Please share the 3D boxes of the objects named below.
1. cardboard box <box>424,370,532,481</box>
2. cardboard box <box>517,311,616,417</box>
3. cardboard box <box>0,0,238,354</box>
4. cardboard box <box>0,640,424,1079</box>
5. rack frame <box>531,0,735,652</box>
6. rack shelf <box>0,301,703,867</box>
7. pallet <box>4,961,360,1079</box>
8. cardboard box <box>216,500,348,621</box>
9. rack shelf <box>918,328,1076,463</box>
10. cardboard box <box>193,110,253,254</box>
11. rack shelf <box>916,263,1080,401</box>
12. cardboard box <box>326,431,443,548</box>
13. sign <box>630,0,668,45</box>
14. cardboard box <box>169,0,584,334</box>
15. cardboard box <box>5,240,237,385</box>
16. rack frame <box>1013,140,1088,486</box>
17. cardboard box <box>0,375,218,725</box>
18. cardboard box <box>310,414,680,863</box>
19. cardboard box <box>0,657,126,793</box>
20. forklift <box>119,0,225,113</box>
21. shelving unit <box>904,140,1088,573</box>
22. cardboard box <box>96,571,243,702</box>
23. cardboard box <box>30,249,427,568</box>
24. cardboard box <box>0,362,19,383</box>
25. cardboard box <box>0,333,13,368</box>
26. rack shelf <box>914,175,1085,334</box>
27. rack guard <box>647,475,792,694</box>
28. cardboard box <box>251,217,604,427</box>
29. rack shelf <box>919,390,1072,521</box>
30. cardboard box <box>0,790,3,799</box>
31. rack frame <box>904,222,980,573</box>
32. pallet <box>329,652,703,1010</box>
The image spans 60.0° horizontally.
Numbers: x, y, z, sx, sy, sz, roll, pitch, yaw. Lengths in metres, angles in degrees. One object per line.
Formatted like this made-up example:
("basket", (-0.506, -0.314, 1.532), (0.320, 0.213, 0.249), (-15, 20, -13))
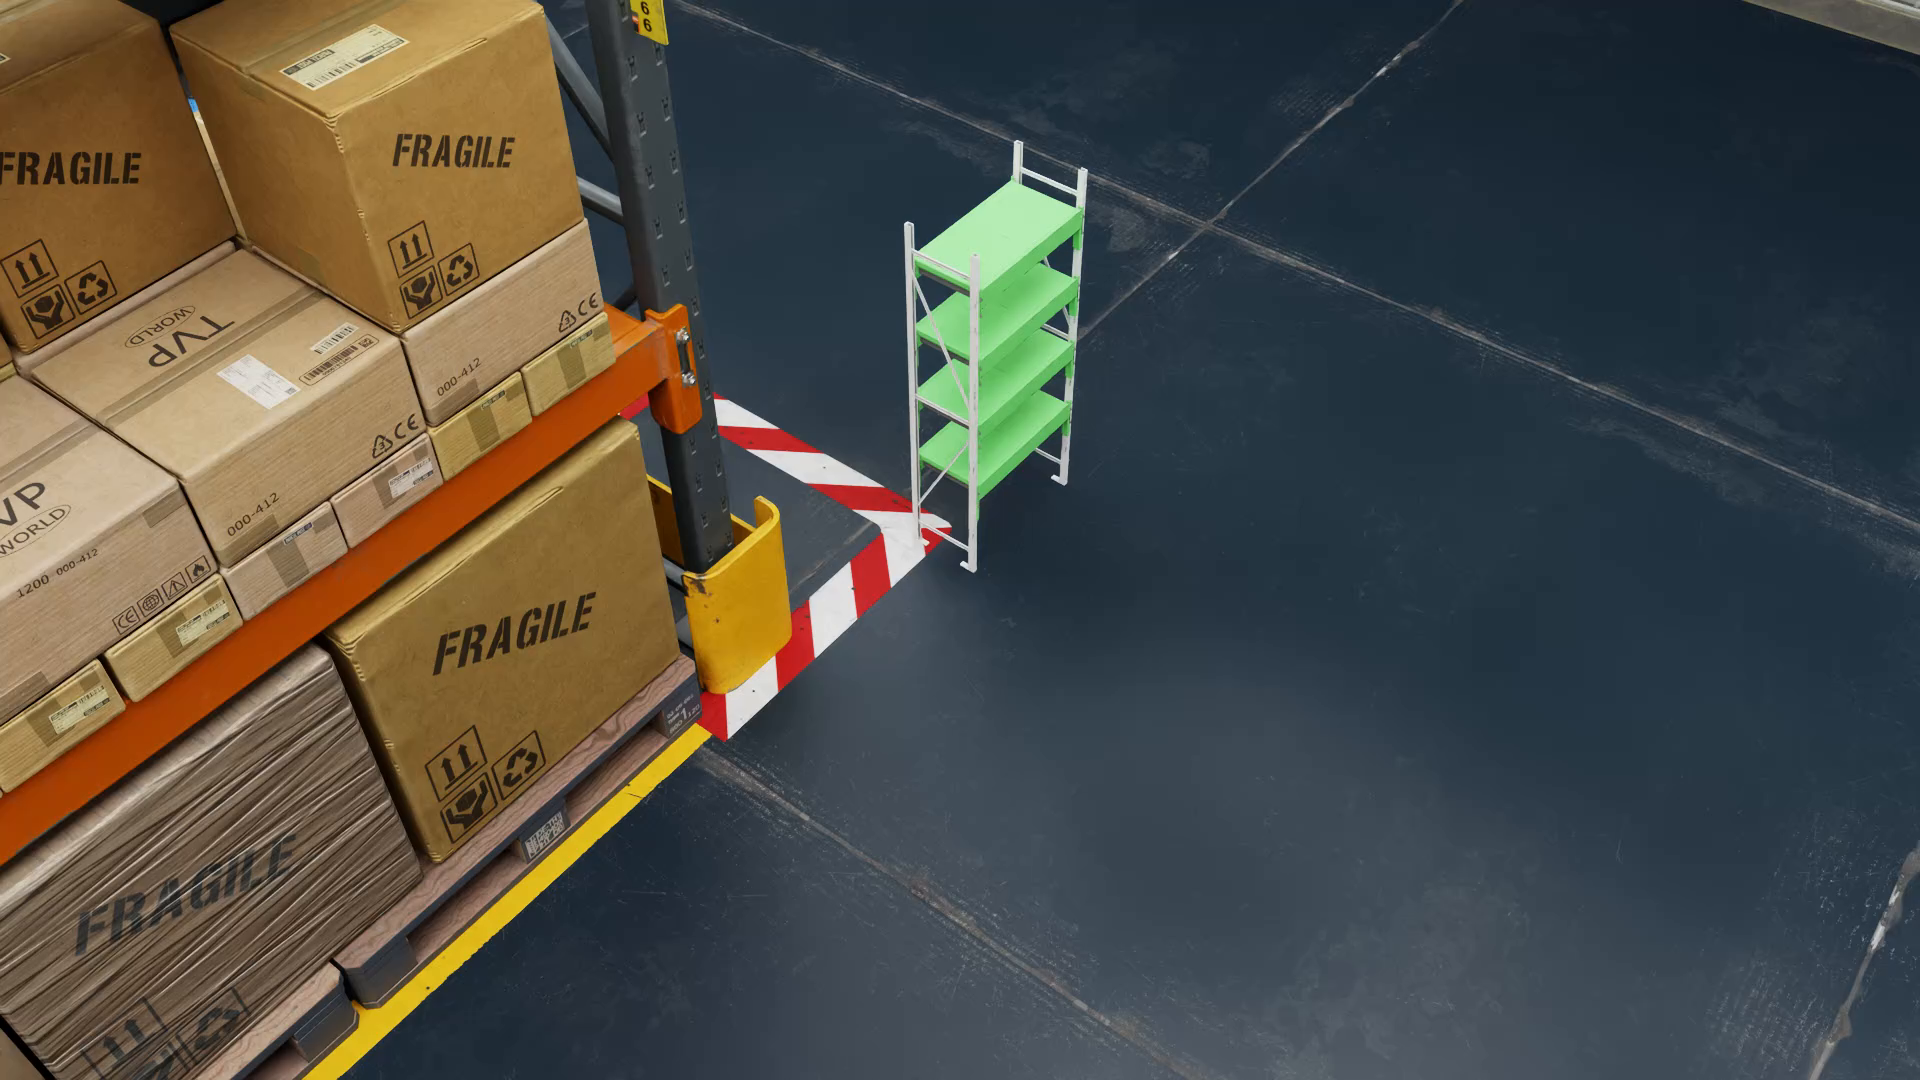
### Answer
("cardboard box", (-1.173, -0.326, 3.661), (0.380, 0.149, 0.250), (30, 53, 25))
("cardboard box", (-1.015, -0.476, 3.804), (0.380, 0.149, 0.250), (30, 53, 26))
("cardboard box", (-1.871, -0.781, 3.301), (0.500, 0.500, 0.500), (28, 52, 24))
("cardboard box", (-1.943, 0.599, 3.782), (0.875, 0.875, 0.875), (29, 53, 25))
("rack frame", (-1.058, -0.912, 4.047), (1.000, 3.000, 0.127), (29, 53, 25))
("rack shelf", (-2.281, 0.481, 3.214), (1.077, 0.370, 4.000), (29, 53, 25))
("pallet", (-2.231, 1.238, 3.921), (1.003, 0.211, 1.213), (29, 53, 25))
("cardboard box", (-1.481, -0.040, 3.388), (0.380, 0.149, 0.250), (30, 53, 26))
("rack shelf", (0.101, -0.465, 4.953), (0.258, 0.148, 0.480), (29, 53, 25))
("cardboard box", (-1.565, -0.808, 3.845), (0.500, 0.250, 0.500), (28, 52, 24))
("rack shelf", (0.101, -0.631, 4.779), (0.258, 0.148, 0.480), (29, 53, 25))
("cardboard box", (-1.328, -0.183, 3.524), (0.380, 0.149, 0.250), (29, 53, 25))
("sign", (-0.637, -1.146, 3.306), (0.100, 0.325, 0.005), (29, 53, 25))
("cardboard box", (-1.148, -0.827, 3.345), (0.500, 0.500, 0.500), (30, 53, 25))
("cardboard box", (-1.878, -0.507, 3.558), (0.500, 0.250, 0.500), (29, 53, 25))
("rack frame", (0.250, -0.649, 5.040), (0.240, 1.200, 0.015), (29, 53, 25))
("cardboard box", (-1.766, 0.013, 3.061), (0.500, 0.250, 0.500), (27, 52, 24))
("cardboard box", (-1.386, 0.078, 4.280), (0.875, 0.875, 0.875), (29, 53, 25))
("cardboard box", (-1.797, 0.258, 3.103), (0.380, 0.149, 0.250), (29, 53, 25))
("forklift", (-3.011, -2.069, 5.199), (3.031, 2.935, 1.130), (10, 47, 10))
("shelving unit", (0.101, -0.509, 4.907), (0.258, 1.200, 0.503), (29, 53, 25))
("cardboard box", (-1.639, 0.109, 3.245), (0.380, 0.149, 0.250), (28, 52, 24))
("cardboard box", (-1.455, -0.278, 3.340), (0.500, 0.250, 0.500), (28, 53, 24))
("cardboard box", (-2.188, -0.221, 3.285), (0.500, 0.250, 0.500), (28, 52, 24))
("cardboard box", (-2.183, -0.481, 3.015), (0.500, 0.500, 0.500), (28, 52, 24))
("rack shelf", (0.101, -0.797, 4.606), (0.258, 0.148, 0.480), (29, 53, 25))
("rack guard", (-1.044, -0.062, 4.964), (1.175, 0.500, 0.348), (29, 53, 25))
("cardboard box", (-1.145, -0.568, 3.617), (0.500, 0.250, 0.500), (28, 53, 24))
("rack shelf", (0.101, -0.299, 5.126), (0.258, 0.148, 0.480), (29, 53, 25))
("cardboard box", (-1.950, 0.399, 2.968), (0.380, 0.149, 0.250), (30, 53, 26))
("rack frame", (-0.048, -0.370, 4.773), (0.240, 1.200, 0.015), (29, 53, 25))
("pallet", (-1.485, 0.543, 4.585), (1.003, 0.211, 1.213), (29, 53, 25))
